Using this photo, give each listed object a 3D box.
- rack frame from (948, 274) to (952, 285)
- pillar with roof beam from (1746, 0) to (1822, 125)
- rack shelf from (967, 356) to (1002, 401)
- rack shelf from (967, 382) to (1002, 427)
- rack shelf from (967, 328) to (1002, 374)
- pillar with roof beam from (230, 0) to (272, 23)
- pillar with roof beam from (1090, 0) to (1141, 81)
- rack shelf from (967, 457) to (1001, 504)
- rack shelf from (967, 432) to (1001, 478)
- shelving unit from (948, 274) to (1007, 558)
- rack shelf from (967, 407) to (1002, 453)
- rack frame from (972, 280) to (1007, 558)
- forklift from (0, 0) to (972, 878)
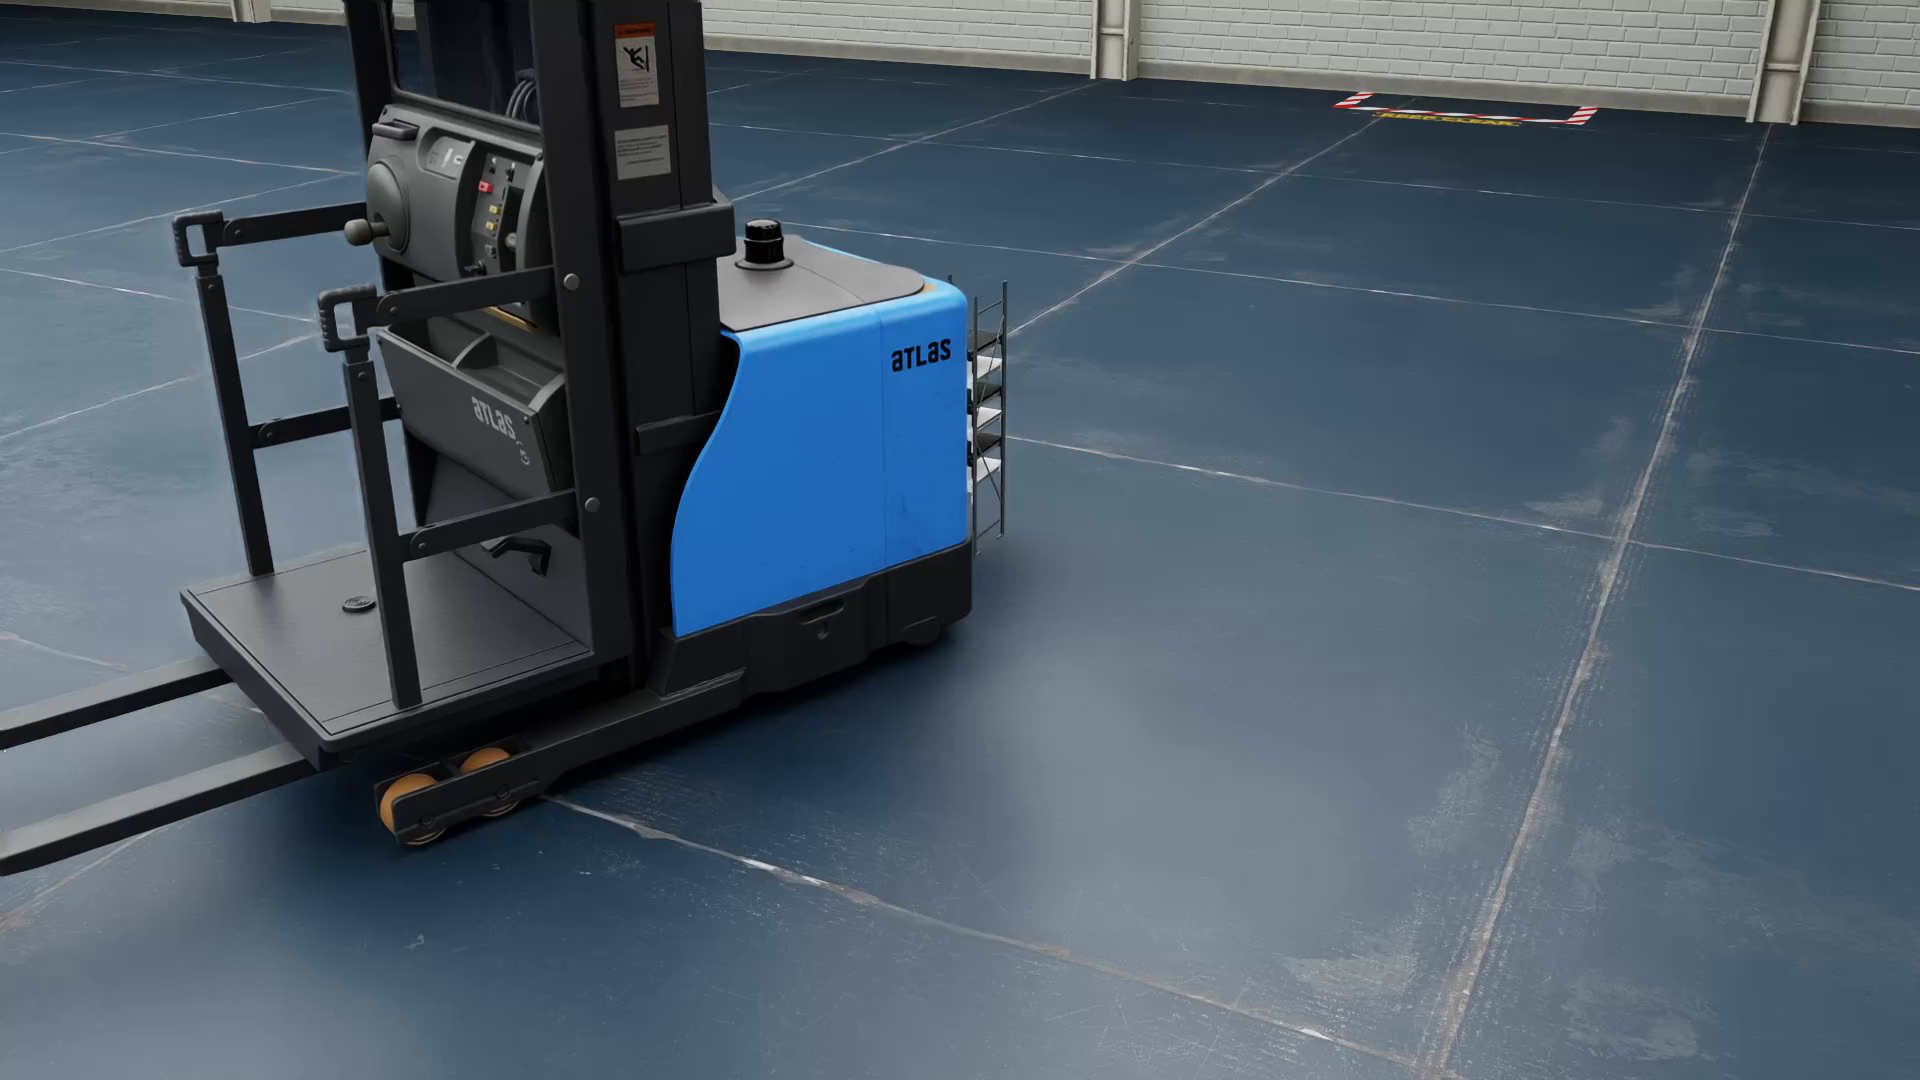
[{"bbox_3d":[-0.083,-0.431,5.613,0.006,0.900,0.240,11,25,25],"label":"rack frame"},{"bbox_3d":[4.952,-6.193,8.814,0.400,9.000,9.100,11,25,25],"label":"pillar with roof beam"},{"bbox_3d":[0.007,-0.548,5.513,0.200,0.077,0.258,11,25,25],"label":"rack shelf"},{"bbox_3d":[0.007,-0.465,5.548,0.200,0.077,0.258,11,25,25],"label":"rack shelf"},{"bbox_3d":[0.007,-0.630,5.478,0.200,0.077,0.258,11,25,25],"label":"rack shelf"},{"bbox_3d":[-11.112,-9.372,16.288,0.400,9.000,9.100,11,25,25],"label":"pillar with roof beam"},{"bbox_3d":[-0.403,-7.253,11.306,0.400,9.000,9.100,11,25,25],"label":"pillar with roof beam"},{"bbox_3d":[0.007,-0.216,5.654,0.200,0.077,0.258,11,25,25],"label":"rack shelf"},{"bbox_3d":[0.007,-0.299,5.619,0.200,0.077,0.258,11,25,25],"label":"rack shelf"},{"bbox_3d":[0.007,-0.413,5.571,0.210,0.900,0.258,11,25,25],"label":"shelving unit"},{"bbox_3d":[0.007,-0.382,5.584,0.200,0.077,0.258,11,25,25],"label":"rack shelf"},{"bbox_3d":[0.098,-0.395,5.528,0.006,0.900,0.240,11,25,25],"label":"rack frame"},{"bbox_3d":[-1.417,-0.845,3.992,3.031,2.935,1.130,-18,29,-36],"label":"forklift"}]
